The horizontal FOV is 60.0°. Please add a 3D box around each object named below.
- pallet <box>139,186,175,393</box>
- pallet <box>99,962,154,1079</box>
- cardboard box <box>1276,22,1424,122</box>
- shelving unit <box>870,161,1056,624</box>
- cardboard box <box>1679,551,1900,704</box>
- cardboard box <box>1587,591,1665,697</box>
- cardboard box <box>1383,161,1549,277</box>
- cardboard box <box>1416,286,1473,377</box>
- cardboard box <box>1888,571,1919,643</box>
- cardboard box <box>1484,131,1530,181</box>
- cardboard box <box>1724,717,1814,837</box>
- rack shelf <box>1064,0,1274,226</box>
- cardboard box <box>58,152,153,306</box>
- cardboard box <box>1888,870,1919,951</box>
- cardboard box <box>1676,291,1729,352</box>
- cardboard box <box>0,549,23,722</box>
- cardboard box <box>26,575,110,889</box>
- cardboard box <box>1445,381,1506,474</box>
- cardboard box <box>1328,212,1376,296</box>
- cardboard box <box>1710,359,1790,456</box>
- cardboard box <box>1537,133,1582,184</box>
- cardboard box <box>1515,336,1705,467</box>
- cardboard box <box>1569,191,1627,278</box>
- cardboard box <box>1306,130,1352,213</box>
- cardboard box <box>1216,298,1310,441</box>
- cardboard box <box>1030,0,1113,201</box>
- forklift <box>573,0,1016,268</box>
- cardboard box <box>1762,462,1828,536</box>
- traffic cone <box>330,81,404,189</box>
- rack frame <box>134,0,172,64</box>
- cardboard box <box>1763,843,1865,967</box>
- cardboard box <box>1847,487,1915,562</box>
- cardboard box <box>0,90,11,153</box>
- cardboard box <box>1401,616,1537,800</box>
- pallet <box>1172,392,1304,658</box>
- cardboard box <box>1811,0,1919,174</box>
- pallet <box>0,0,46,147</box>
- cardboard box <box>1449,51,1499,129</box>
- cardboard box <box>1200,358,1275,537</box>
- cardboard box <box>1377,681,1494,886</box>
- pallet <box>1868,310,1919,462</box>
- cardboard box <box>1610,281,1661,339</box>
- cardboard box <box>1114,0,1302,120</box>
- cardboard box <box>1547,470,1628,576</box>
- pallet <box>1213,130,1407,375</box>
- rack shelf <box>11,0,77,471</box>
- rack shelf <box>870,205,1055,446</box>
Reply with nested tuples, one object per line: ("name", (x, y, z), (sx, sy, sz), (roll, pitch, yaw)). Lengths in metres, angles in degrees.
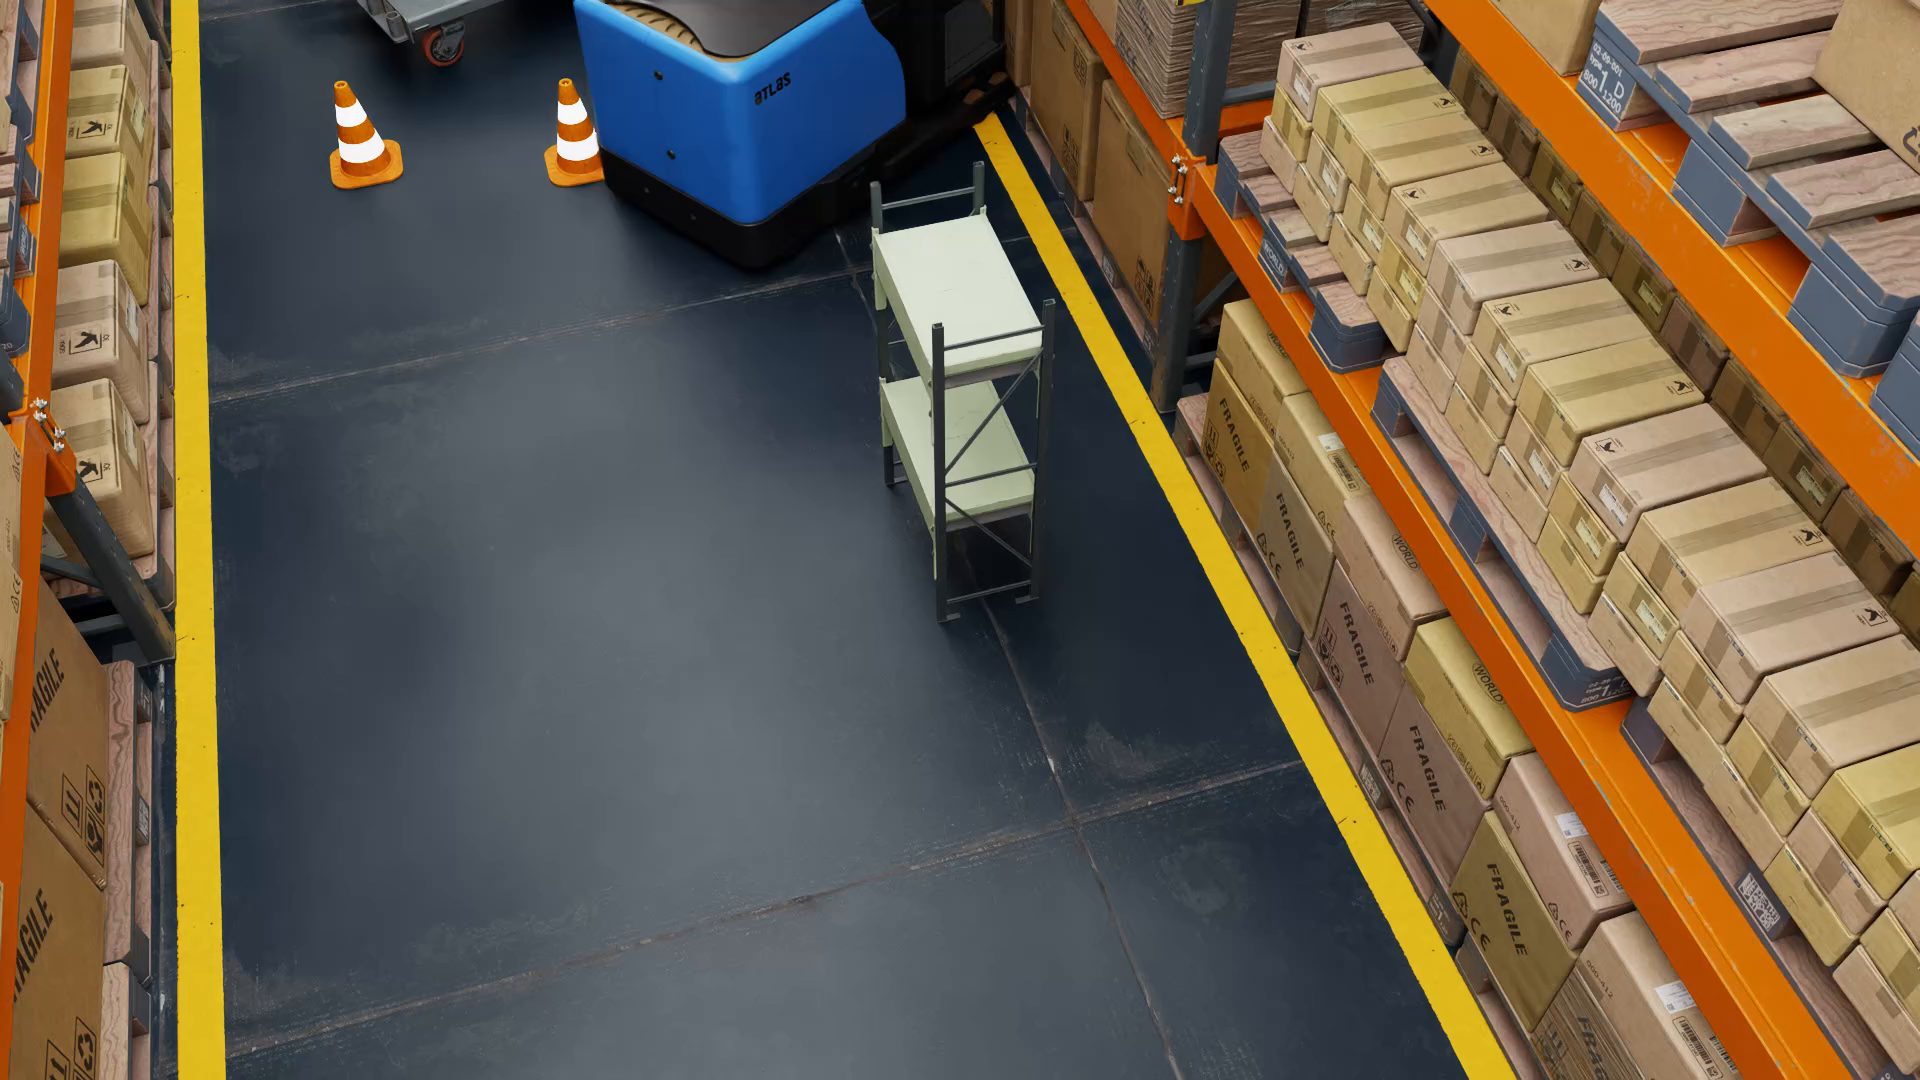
("pallet", (-3.987, -1.015, 7.257), (1.003, 0.211, 1.213), (-13, 51, -11))
("pallet", (-2.882, 1.928, 4.776), (1.003, 0.211, 1.213), (-13, 51, -11))
("cardboard box", (1.251, -1.508, 5.350), (0.380, 0.149, 0.250), (-13, 51, -11))
("shelving unit", (-0.002, -0.488, 5.970), (0.431, 1.500, 0.755), (-13, 51, -11))
("cardboard box", (1.943, 0.203, 3.907), (0.380, 0.149, 0.250), (-13, 51, -11))
("cardboard box", (1.864, 0.218, 4.283), (0.380, 0.149, 0.250), (-15, 52, -13))
("cardboard box", (1.478, -0.942, 4.872), (0.380, 0.149, 0.250), (-15, 52, -12))
("cardboard box", (1.561, -0.640, 4.812), (0.380, 0.149, 0.250), (-13, 51, -11))
("cardboard box", (2.571, 0.166, 4.133), (0.380, 0.149, 0.250), (-15, 52, -13))
("cardboard box", (1.955, -1.263, 5.532), (0.380, 0.149, 0.250), (-13, 51, -11))
("cardboard box", (2.025, 0.505, 3.847), (0.380, 0.149, 0.250), (-11, 51, -9))
("rack shelf", (0.707, -2.875, 7.472), (1.077, 0.370, 4.000), (-13, 51, -11))
("cardboard box", (-4.003, -1.249, 7.075), (0.950, 0.372, 0.625), (-12, 51, -10))
("cardboard box", (2.176, 0.780, 3.421), (0.380, 0.149, 0.250), (-11, 51, -9))
("cardboard box", (2.261, -0.693, 4.663), (0.380, 0.149, 0.250), (-11, 51, -9))
("cardboard box", (-2.837, 0.275, 4.444), (0.500, 0.250, 0.500), (-12, 51, -10))
("cardboard box", (-3.276, 0.619, 5.171), (0.875, 0.875, 0.875), (-14, 51, -11))
("cardboard box", (1.632, -0.360, 4.771), (0.380, 0.149, 0.250), (-13, 51, -10))
("cardboard box", (1.397, -0.935, 5.256), (0.380, 0.149, 0.250), (-11, 51, -9))
("cardboard box", (2.339, -0.409, 4.617), (0.380, 0.149, 0.250), (-14, 51, -12))
("cardboard box", (2.031, -1.263, 5.143), (0.380, 0.149, 0.250), (-12, 51, -10))
("cardboard box", (1.710, -0.369, 4.389), (0.380, 0.149, 0.250), (-14, 51, -11))
("cardboard box", (2.114, -0.970, 5.090), (0.380, 0.149, 0.250), (-13, 51, -11))
("cardboard box", (1.331, -1.201, 5.285), (0.380, 0.149, 0.250), (-11, 51, -9))
("cardboard box", (1.271, -0.659, 6.003), (0.500, 0.250, 0.500), (-15, 52, -13))
("cardboard box", (0.942, -2.159, 7.595), (1.050, 0.750, 0.750), (-13, 51, -10))
("forklift", (-0.360, -3.238, 7.353), (1.130, 2.935, 3.031), (32, 57, 24))
("cardboard box", (2.413, -0.123, 4.572), (0.380, 0.149, 0.250), (-14, 51, -12))
("traffic cone", (-2.879, -1.968, 7.896), (0.336, 0.463, 0.334), (-13, 51, -11))
("rack frame", (-4.584, -3.375, 7.423), (1.000, 3.000, 0.127), (-13, 51, -11))
("cardboard box", (2.097, 0.786, 3.805), (0.380, 0.149, 0.250), (-13, 51, -11))
("cardboard box", (2.495, -0.123, 4.182), (0.380, 0.149, 0.250), (-14, 51, -11))
("cardboard box", (-3.469, -1.417, 5.662), (0.380, 0.149, 0.250), (-13, 51, -11))
("cardboard box", (1.710, 0.456, 5.063), (0.500, 0.250, 0.500), (-15, 52, -13))
("pallet", (1.528, -0.177, 6.550), (1.003, 0.211, 1.213), (-13, 51, -11))
("cardboard box", (2.150, -1.018, 3.132), (0.797, 0.503, 0.637), (-14, 51, -11))
("pallet", (-4.025, -1.828, 6.244), (1.003, 0.211, 1.213), (-13, 51, -11))
("cardboard box", (1.879, -1.539, 5.570), (0.380, 0.149, 0.250), (-12, 51, -10))
("cardboard box", (1.264, -0.402, 6.277), (0.500, 0.500, 0.500), (-15, 52, -13))
("cardboard box", (1.723, 0.711, 5.338), (0.500, 0.500, 0.500), (-14, 51, -12))
("pallet", (2.400, -0.106, 2.828), (1.213, 0.211, 1.003), (-13, 51, -11))
("cardboard box", (2.183, -0.696, 5.054), (0.380, 0.149, 0.250), (-15, 52, -13))
("cardboard box", (0.908, -1.947, 6.154), (0.500, 0.500, 0.500), (-13, 51, -11))
("cardboard box", (1.781, -0.083, 4.343), (0.380, 0.149, 0.250), (-13, 51, -11))
("pallet", (1.611, -1.088, 5.621), (1.213, 0.211, 1.003), (-13, 51, -11))
("rack shelf", (-3.992, -1.682, 6.466), (1.077, 0.370, 4.000), (-13, 51, -11))
("rack shelf", (-0.002, -0.740, 5.672), (0.431, 0.370, 0.720), (-13, 51, -11))
